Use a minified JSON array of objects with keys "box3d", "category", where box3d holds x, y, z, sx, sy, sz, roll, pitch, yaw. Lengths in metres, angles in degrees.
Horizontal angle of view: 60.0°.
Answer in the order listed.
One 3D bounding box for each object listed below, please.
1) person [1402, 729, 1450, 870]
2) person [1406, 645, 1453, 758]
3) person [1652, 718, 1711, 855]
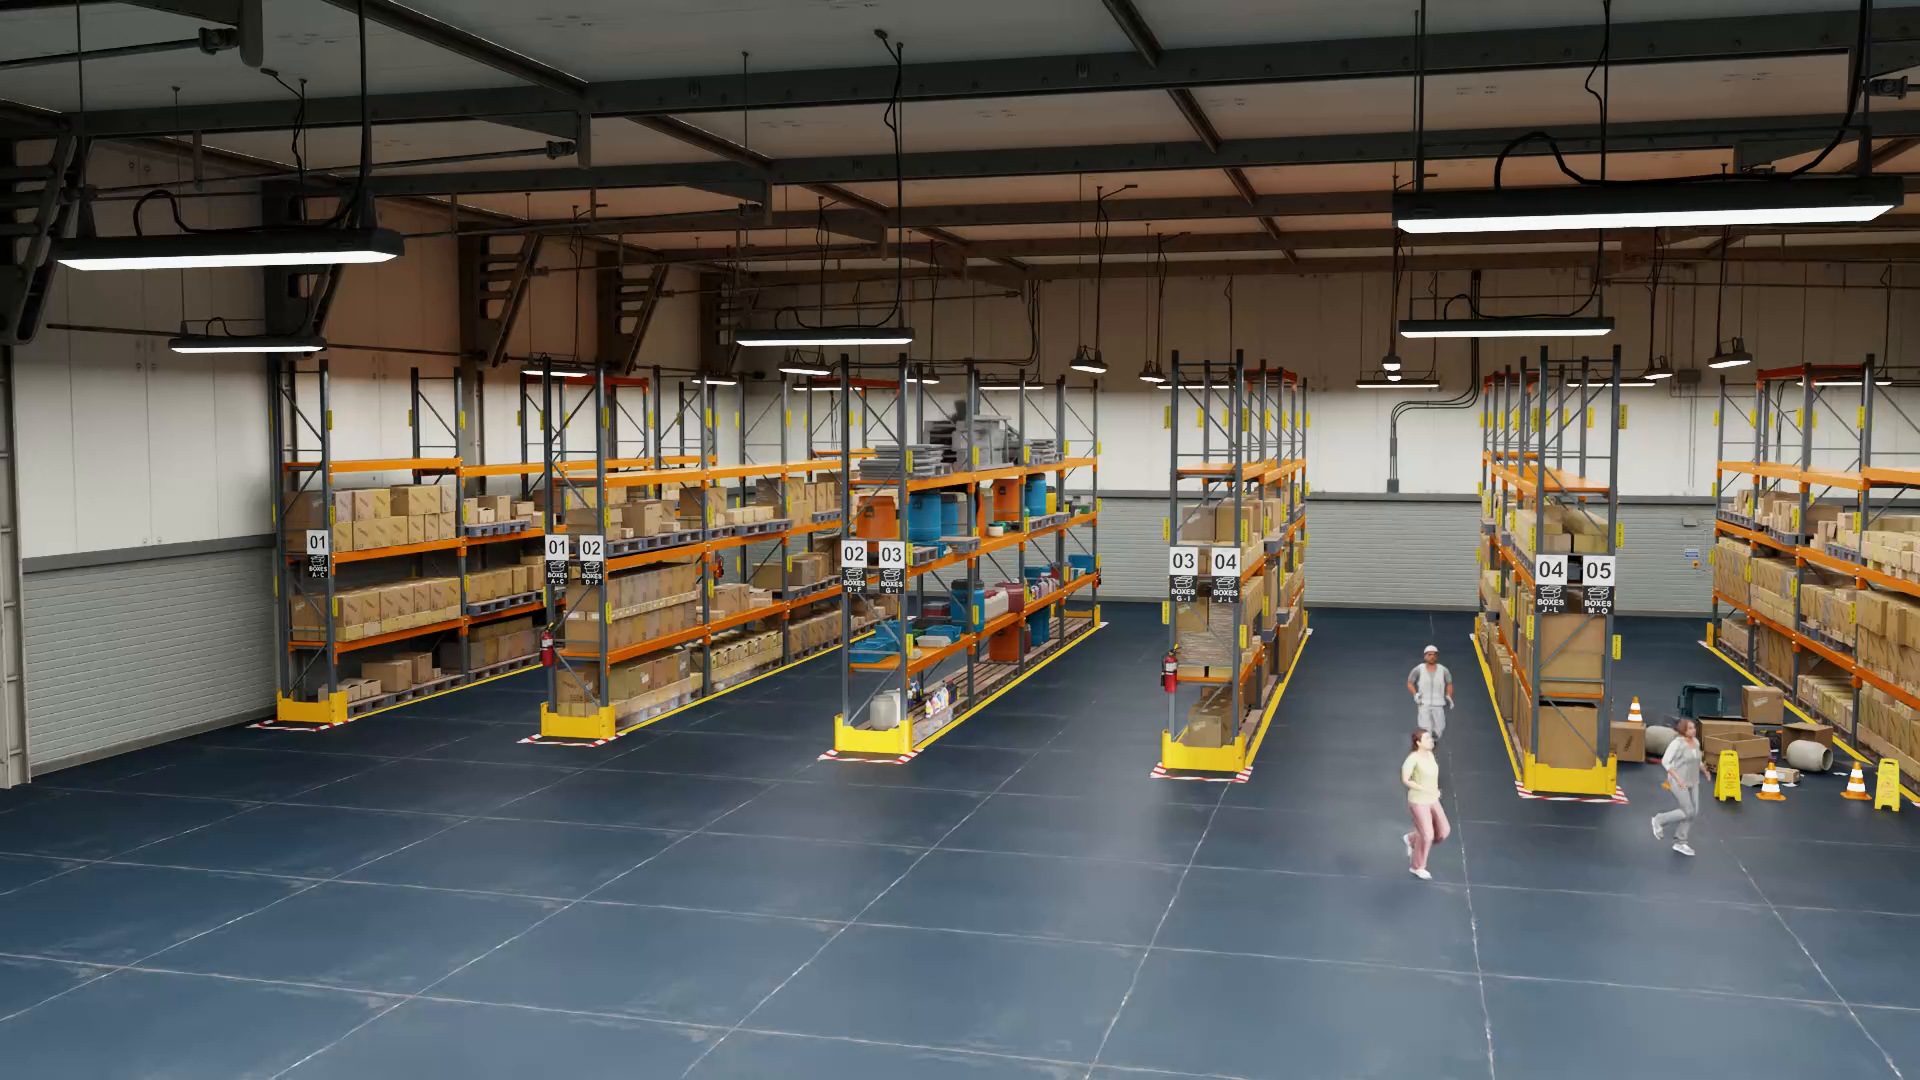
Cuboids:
[{"box3d":[5.096,2.849,18.227,0.617,1.571,0.503,-3,5,-39],"category":"person"},{"box3d":[6.838,2.398,24.216,0.656,1.745,0.615,1,4,9],"category":"person"},{"box3d":[8.398,2.845,19.316,0.531,1.572,0.583,-2,5,-26],"category":"person"}]
